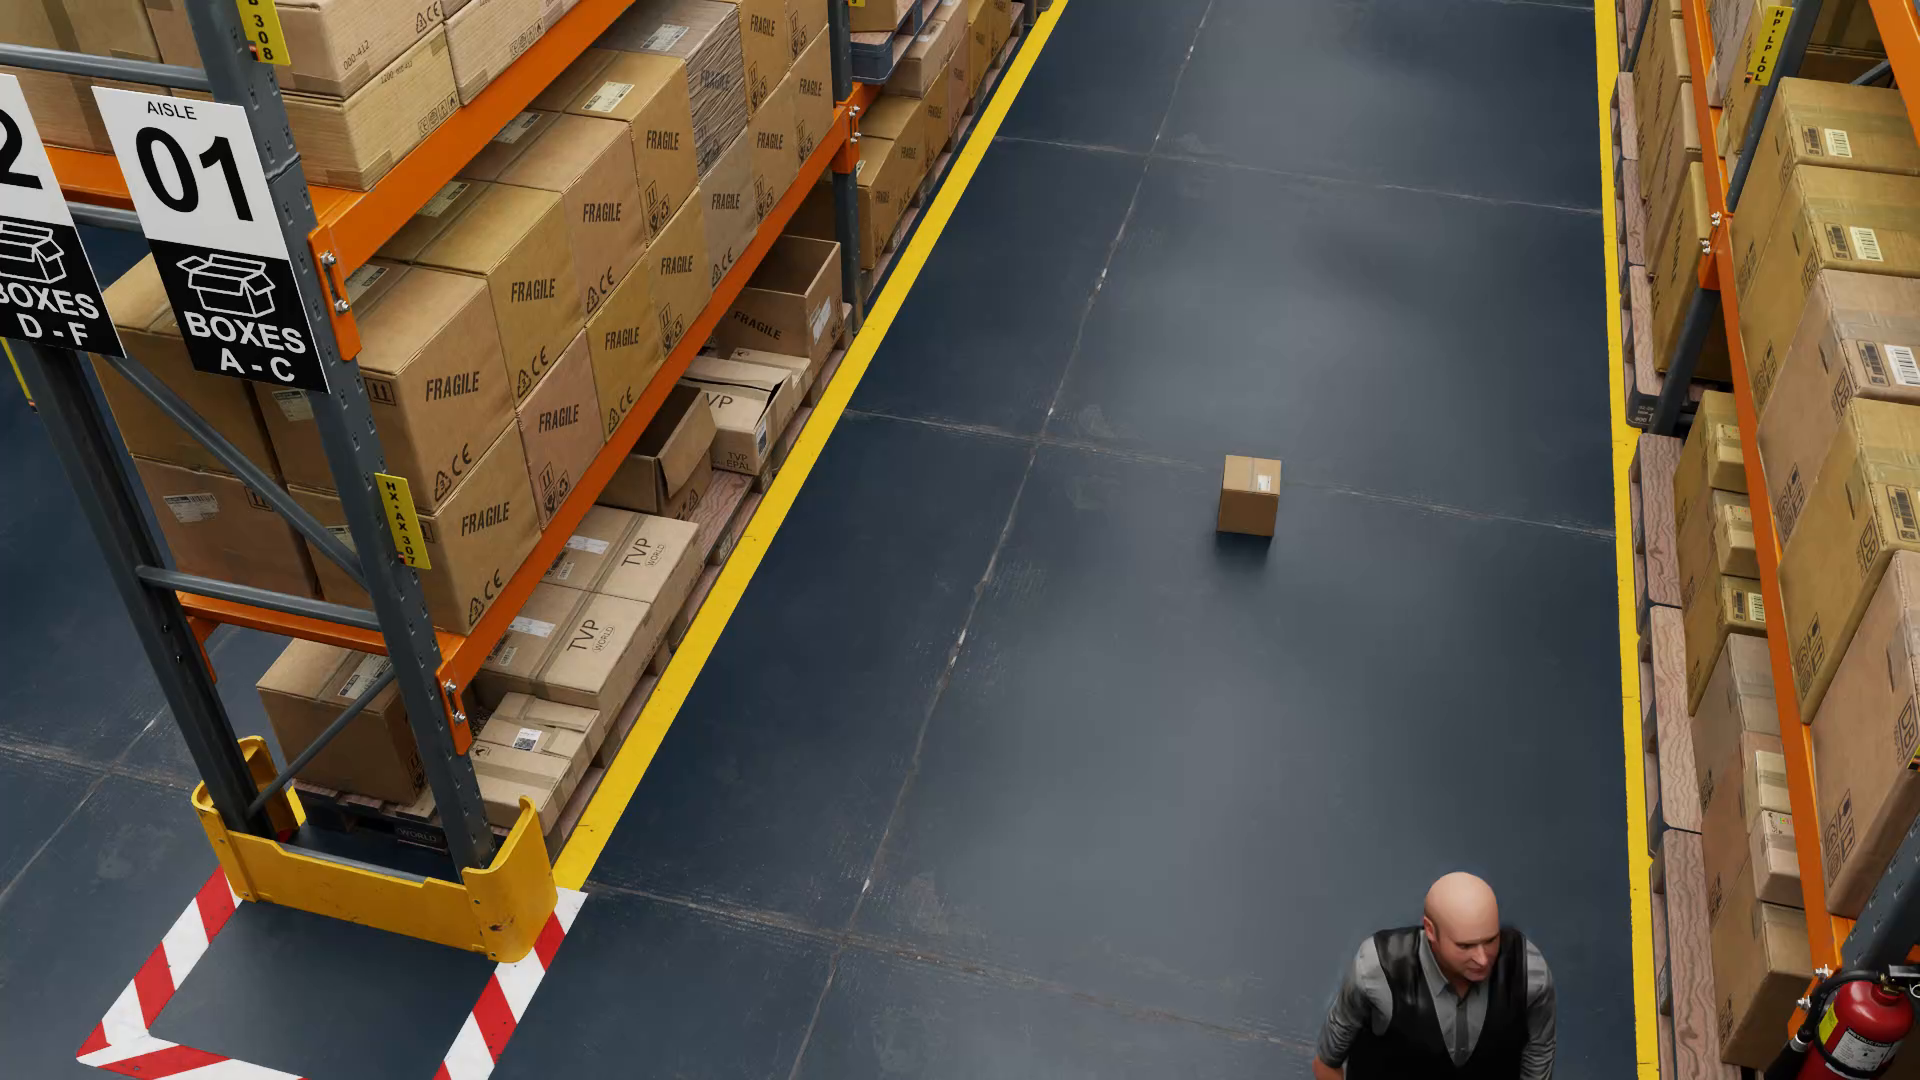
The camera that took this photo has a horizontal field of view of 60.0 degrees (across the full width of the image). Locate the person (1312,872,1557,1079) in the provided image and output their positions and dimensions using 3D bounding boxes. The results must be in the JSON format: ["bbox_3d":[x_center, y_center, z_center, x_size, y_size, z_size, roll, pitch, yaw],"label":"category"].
[{"bbox_3d":[1.261,1.501,4.449,0.550,1.684,1.021,-4,41,-5],"label":"person"}]
